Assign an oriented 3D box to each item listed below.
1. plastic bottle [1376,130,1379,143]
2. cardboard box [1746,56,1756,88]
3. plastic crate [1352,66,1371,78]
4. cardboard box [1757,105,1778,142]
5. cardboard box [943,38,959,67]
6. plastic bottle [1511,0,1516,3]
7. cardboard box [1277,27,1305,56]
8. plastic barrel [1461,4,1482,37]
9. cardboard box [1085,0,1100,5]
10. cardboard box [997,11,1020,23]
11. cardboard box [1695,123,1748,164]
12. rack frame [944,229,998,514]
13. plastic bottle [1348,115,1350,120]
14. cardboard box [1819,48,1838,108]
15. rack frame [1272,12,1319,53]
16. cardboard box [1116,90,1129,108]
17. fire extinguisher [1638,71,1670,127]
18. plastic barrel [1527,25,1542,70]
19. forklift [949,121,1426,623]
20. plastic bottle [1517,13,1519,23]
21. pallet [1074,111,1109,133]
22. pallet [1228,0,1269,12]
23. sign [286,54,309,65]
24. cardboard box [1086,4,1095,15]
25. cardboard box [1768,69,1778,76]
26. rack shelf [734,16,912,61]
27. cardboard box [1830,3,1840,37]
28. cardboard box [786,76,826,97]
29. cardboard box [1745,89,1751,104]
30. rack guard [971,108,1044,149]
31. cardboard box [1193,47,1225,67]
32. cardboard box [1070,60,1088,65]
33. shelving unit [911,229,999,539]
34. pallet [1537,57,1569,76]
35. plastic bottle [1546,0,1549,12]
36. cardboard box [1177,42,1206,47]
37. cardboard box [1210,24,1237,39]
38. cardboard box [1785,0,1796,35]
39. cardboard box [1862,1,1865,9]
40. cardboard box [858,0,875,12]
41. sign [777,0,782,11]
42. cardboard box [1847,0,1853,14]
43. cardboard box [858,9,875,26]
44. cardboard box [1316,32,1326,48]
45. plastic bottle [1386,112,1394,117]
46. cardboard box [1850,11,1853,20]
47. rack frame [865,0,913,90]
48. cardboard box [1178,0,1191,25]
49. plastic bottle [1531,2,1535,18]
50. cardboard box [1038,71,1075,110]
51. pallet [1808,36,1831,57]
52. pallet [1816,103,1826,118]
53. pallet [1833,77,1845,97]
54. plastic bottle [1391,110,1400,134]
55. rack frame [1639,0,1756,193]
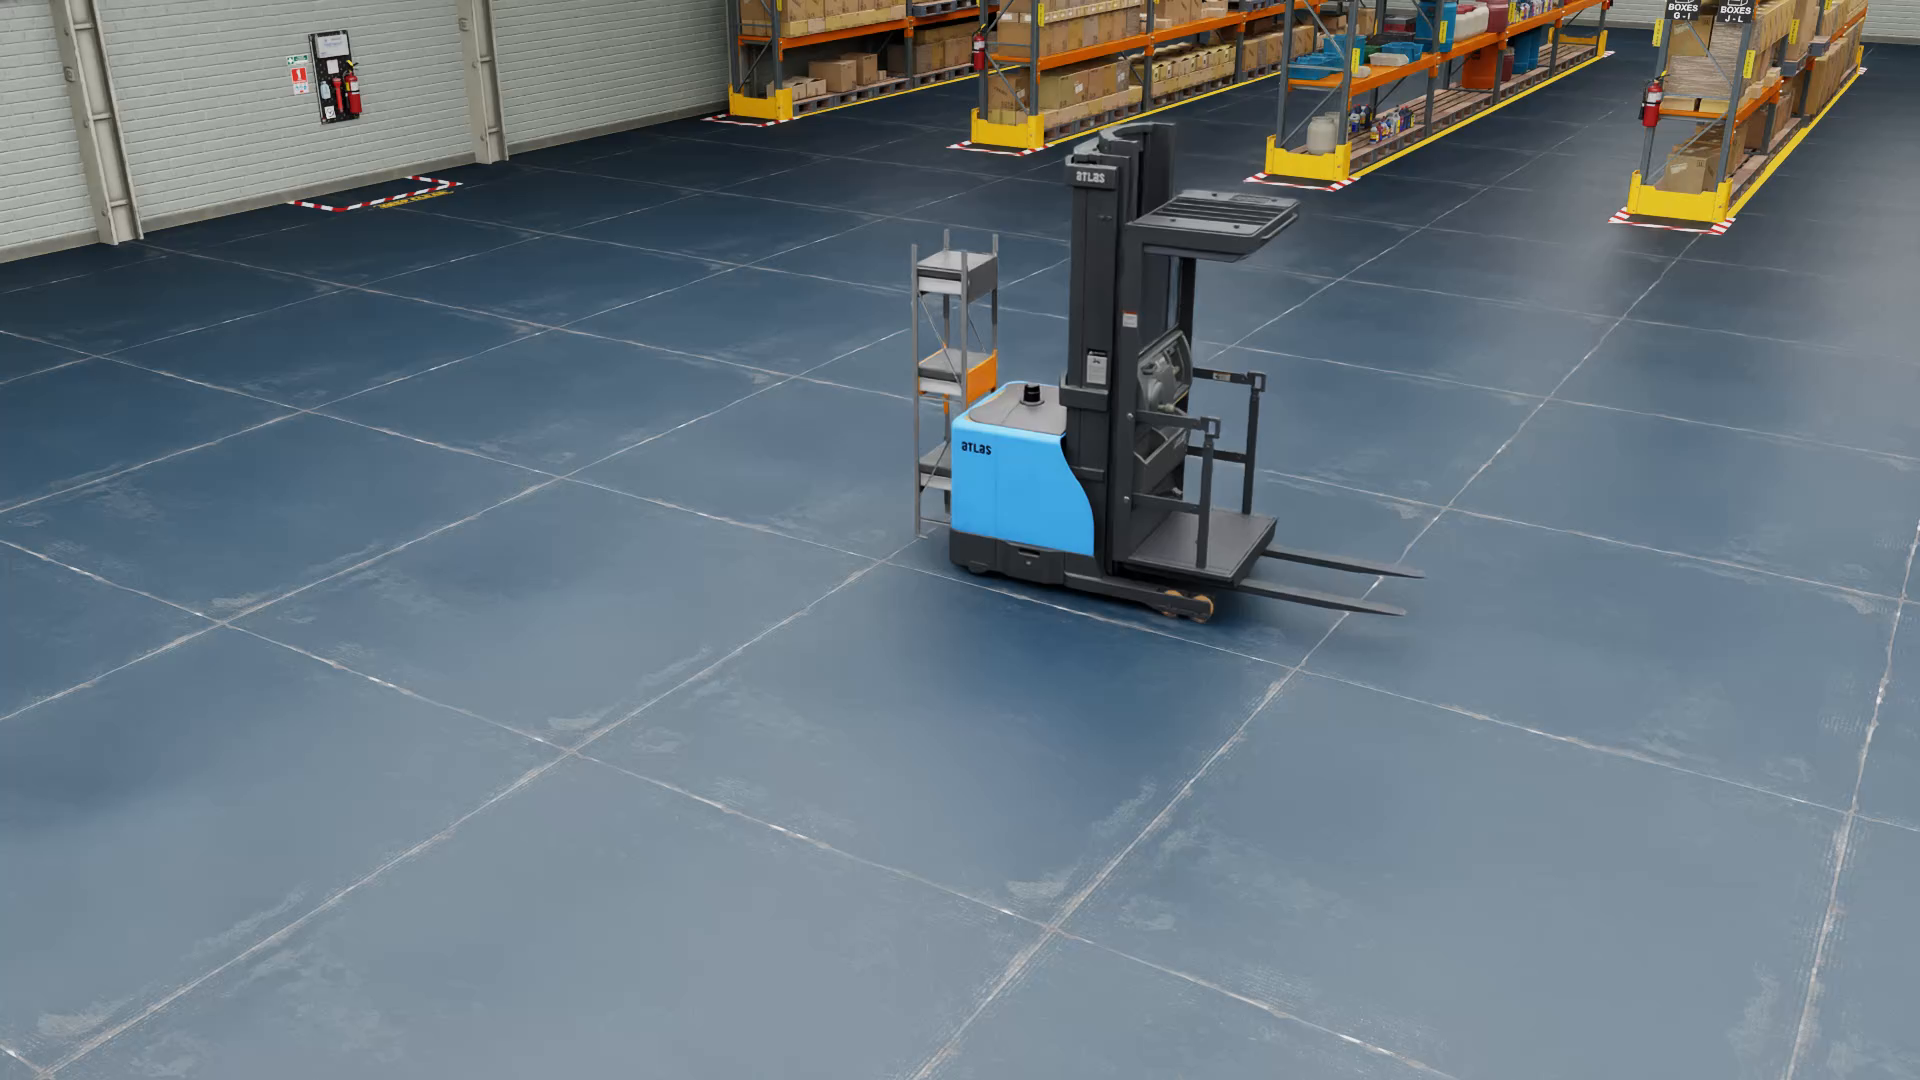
[{"bbox_3d":[6.235,-6.063,24.949,0.097,0.201,0.097,0,23,0],"label":"plastic bottle"},{"bbox_3d":[9.943,-6.242,21.893,0.875,0.500,0.500,14,27,29],"label":"cardboard box"},{"bbox_3d":[5.705,-6.678,23.732,0.298,0.136,0.250,14,27,29],"label":"plastic crate"},{"bbox_3d":[11.887,-6.291,25.098,0.700,0.500,0.500,14,27,29],"label":"cardboard box"},{"bbox_3d":[-0.439,-9.646,32.848,0.700,0.500,0.500,14,27,30],"label":"cardboard box"},{"bbox_3d":[10.645,-10.303,32.025,0.097,0.201,0.097,0,23,0],"label":"plastic bottle"},{"bbox_3d":[6.799,-10.317,34.398,0.500,0.500,0.500,14,27,29],"label":"cardboard box"},{"bbox_3d":[8.596,-8.781,28.118,0.421,0.512,0.421,0,23,0],"label":"plastic barrel"},{"bbox_3d":[1.841,-8.935,26.856,0.700,0.500,0.500,14,27,29],"label":"cardboard box"},{"bbox_3d":[0.793,-8.116,25.779,0.380,0.149,0.250,13,27,28],"label":"cardboard box"},{"bbox_3d":[10.737,-5.600,23.529,0.500,0.500,0.500,-18,29,-36],"label":"cardboard box"},{"bbox_3d":[0.073,-1.129,11.716,0.400,2.100,0.015,11,26,23],"label":"rack frame"},{"bbox_3d":[5.968,-6.508,25.788,0.144,0.351,0.185,14,27,29],"label":"plastic bottle"},{"bbox_3d":[14.246,-7.972,28.535,1.225,0.875,0.875,14,27,29],"label":"cardboard box"},{"bbox_3d":[7.083,-11.654,34.894,1.000,3.000,0.127,14,27,29],"label":"rack frame"},{"bbox_3d":[2.532,-7.515,28.267,0.500,0.250,0.500,14,27,29],"label":"cardboard box"},{"bbox_3d":[8.716,-5.549,20.889,0.296,0.674,0.183,14,27,29],"label":"fire extinguisher"},{"bbox_3d":[10.988,-9.664,32.411,0.600,0.901,0.708,14,27,29],"label":"plastic barrel"},{"bbox_3d":[1.486,-1.063,10.516,3.031,2.935,1.130,11,26,23],"label":"forklift"},{"bbox_3d":[10.081,-9.486,30.137,0.097,0.201,0.097,0,23,0],"label":"plastic bottle"},{"bbox_3d":[1.766,-7.001,27.656,1.003,0.211,1.213,14,27,29],"label":"pallet"},{"bbox_3d":[5.271,-10.459,32.376,1.213,0.211,1.003,14,27,29],"label":"pallet"},{"bbox_3d":[-8.693,-6.301,21.817,0.001,0.109,0.331,14,27,29],"label":"sign"},{"bbox_3d":[1.955,-8.553,26.789,0.380,0.149,0.250,14,27,29],"label":"cardboard box"},{"bbox_3d":[11.274,-6.544,23.408,0.380,0.149,0.250,14,27,29],"label":"cardboard box"},{"bbox_3d":[-2.402,-8.985,29.635,1.077,0.370,4.000,14,27,29],"label":"rack shelf"},{"bbox_3d":[14.678,-8.896,28.397,0.500,0.500,0.500,14,27,29],"label":"cardboard box"},{"bbox_3d":[-2.715,-8.015,29.320,0.500,0.311,0.500,16,28,33],"label":"cardboard box"},{"bbox_3d":[10.065,-5.790,21.666,0.380,0.149,0.250,14,27,29],"label":"cardboard box"},{"bbox_3d":[0.741,-6.448,26.016,1.175,0.500,0.348,14,27,29],"label":"rack guard"},{"bbox_3d":[4.638,-9.087,31.191,0.500,0.311,0.500,13,27,28],"label":"cardboard box"},{"bbox_3d":[1.826,-7.800,27.981,0.500,0.500,0.500,14,27,29],"label":"cardboard box"},{"bbox_3d":[-0.032,-1.042,11.514,0.431,2.100,0.503,11,26,23],"label":"shelving unit"},{"bbox_3d":[11.645,-9.591,33.639,1.003,0.211,1.213,14,27,29],"label":"pallet"},{"bbox_3d":[11.164,-10.233,31.769,0.152,0.276,0.135,14,27,29],"label":"plastic bottle"},{"bbox_3d":[4.448,-9.377,31.860,0.500,0.311,0.500,15,28,31],"label":"cardboard box"},{"bbox_3d":[5.294,-10.087,32.924,0.500,0.250,0.500,15,28,31],"label":"cardboard box"},{"bbox_3d":[11.274,-7.308,23.097,0.500,0.500,0.500,14,27,29],"label":"cardboard box"},{"bbox_3d":[17.297,-10.365,32.233,0.380,0.149,0.250,14,27,30],"label":"cardboard box"},{"bbox_3d":[-1.867,-9.713,29.631,0.500,0.500,0.500,13,27,27],"label":"cardboard box"},{"bbox_3d":[-2.996,-8.924,27.499,0.100,0.325,0.005,14,27,29],"label":"sign"},{"bbox_3d":[15.968,-9.748,30.306,0.500,0.250,0.500,13,27,28],"label":"cardboard box"},{"bbox_3d":[-1.861,-9.368,29.777,0.500,0.250,0.500,14,27,29],"label":"cardboard box"},{"bbox_3d":[7.489,-10.718,35.563,0.500,0.311,0.500,14,27,29],"label":"cardboard box"},{"bbox_3d":[6.735,-6.546,25.970,0.152,0.276,0.135,14,27,29],"label":"plastic bottle"},{"bbox_3d":[16.213,-9.669,30.625,0.380,0.149,0.250,15,28,31],"label":"cardboard box"},{"bbox_3d":[-1.347,-9.990,31.052,1.000,3.000,0.127,14,27,29],"label":"rack frame"},{"bbox_3d":[3.825,-9.602,30.029,0.500,0.500,0.500,14,27,29],"label":"cardboard box"},{"bbox_3d":[10.621,-9.855,30.886,0.061,0.283,0.133,14,27,29],"label":"plastic bottle"},{"bbox_3d":[1.488,-7.182,26.553,0.500,0.500,0.500,14,27,29],"label":"cardboard box"},{"bbox_3d":[13.102,-7.875,26.408,1.213,0.211,1.003,14,27,29],"label":"pallet"},{"bbox_3d":[14.512,-7.607,29.056,1.003,0.211,1.213,14,27,29],"label":"pallet"},{"bbox_3d":[15.965,-8.537,31.204,1.003,0.211,1.213,14,27,29],"label":"pallet"},{"bbox_3d":[6.703,-6.449,25.652,0.144,0.351,0.185,14,27,29],"label":"plastic bottle"},{"bbox_3d":[9.168,-5.526,20.740,1.000,3.000,0.127,14,27,29],"label":"rack frame"}]
